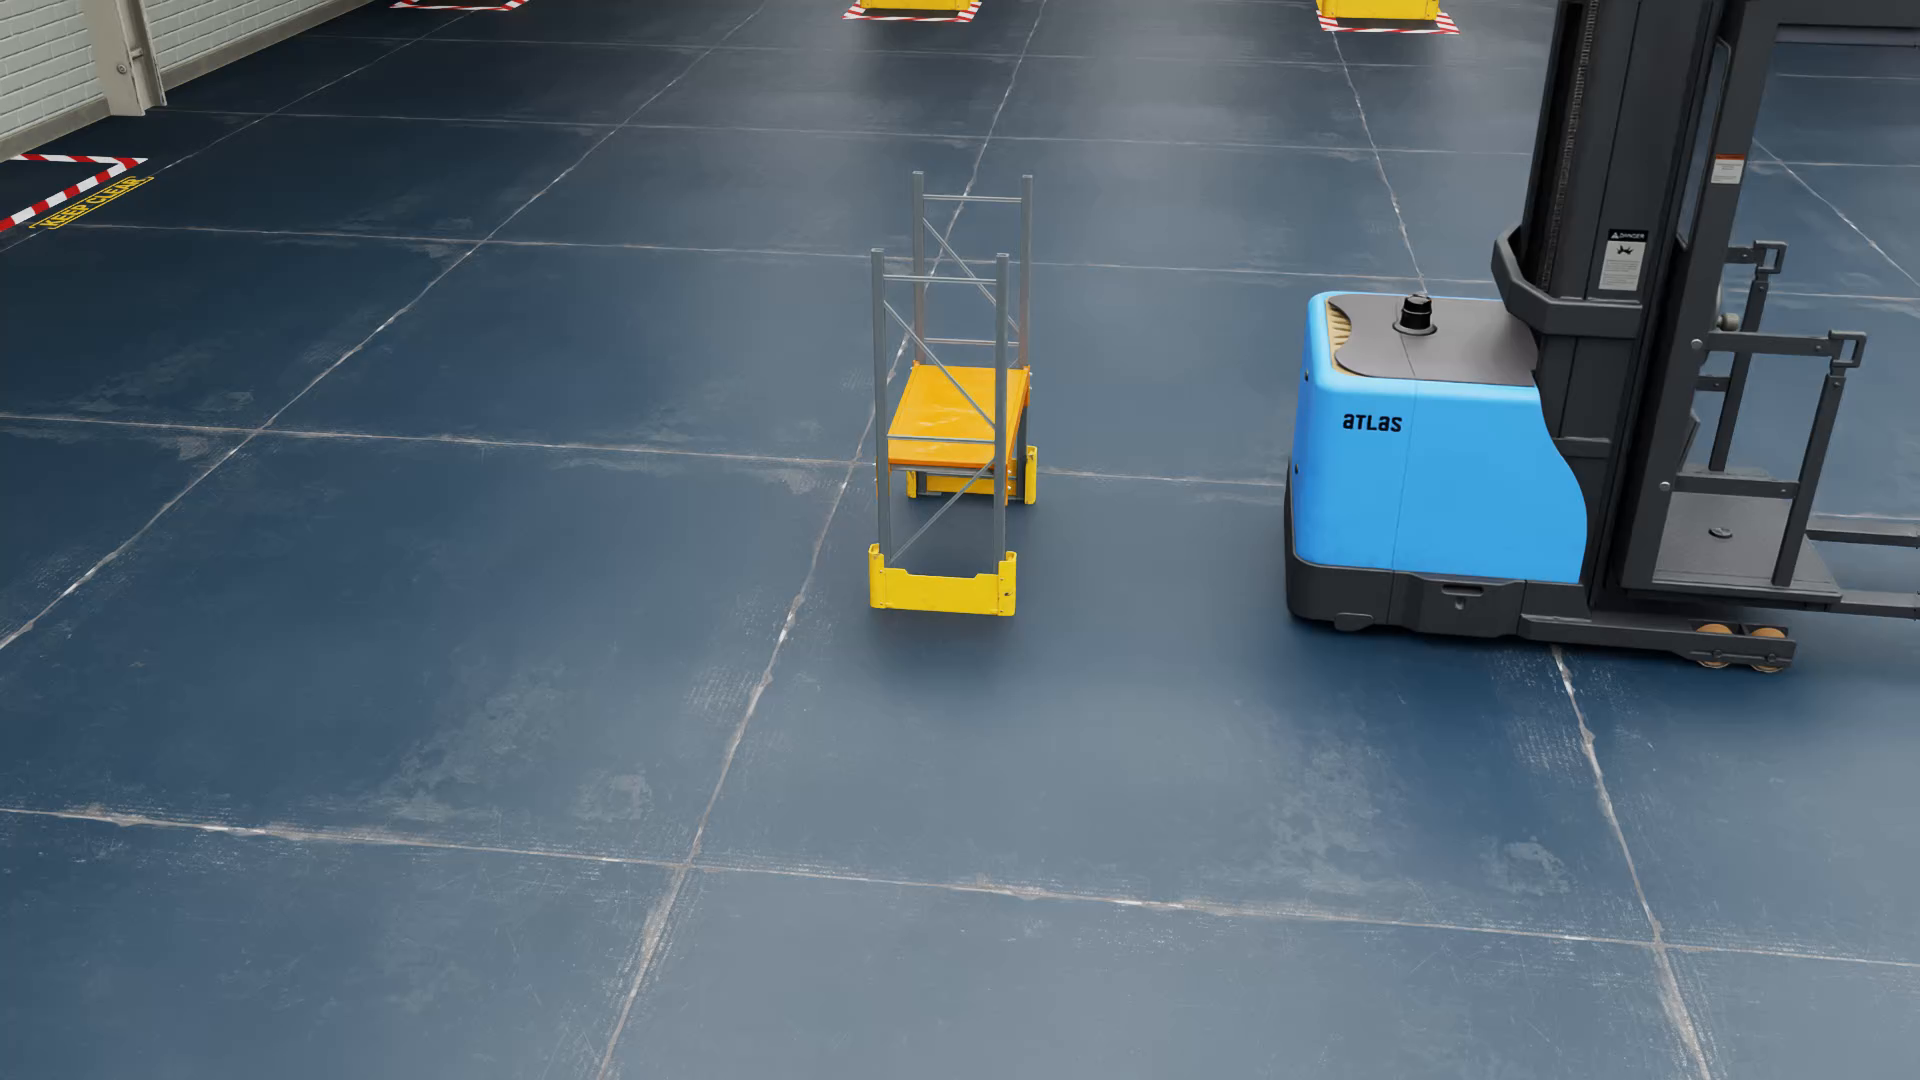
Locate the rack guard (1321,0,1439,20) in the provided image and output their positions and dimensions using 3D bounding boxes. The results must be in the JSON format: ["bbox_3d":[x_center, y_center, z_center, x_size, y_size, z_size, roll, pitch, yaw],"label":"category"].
[{"bbox_3d":[4.401,-5.740,17.378,1.175,0.500,0.348,3,28,6],"label":"rack guard"}]

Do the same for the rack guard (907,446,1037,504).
[{"bbox_3d":[0.052,-0.309,7.559,0.587,0.250,0.087,3,28,6],"label":"rack guard"}]

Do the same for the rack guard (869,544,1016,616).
[{"bbox_3d":[-0.070,0.160,6.689,0.587,0.250,0.087,3,28,6],"label":"rack guard"}]

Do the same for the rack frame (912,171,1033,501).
[{"bbox_3d":[0.052,-0.859,7.264,0.500,1.500,0.032,3,28,6],"label":"rack frame"}]

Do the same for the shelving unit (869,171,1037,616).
[{"bbox_3d":[-0.009,-0.624,6.828,0.587,1.500,1.083,3,28,6],"label":"shelving unit"}]

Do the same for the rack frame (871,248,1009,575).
[{"bbox_3d":[-0.073,-0.381,6.376,0.500,1.500,0.032,3,28,6],"label":"rack frame"}]

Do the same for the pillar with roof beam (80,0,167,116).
[{"bbox_3d":[-2.630,-7.324,11.358,9.100,9.000,0.400,3,28,6],"label":"pillar with roof beam"}]

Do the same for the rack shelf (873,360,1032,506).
[{"bbox_3d":[-0.010,-0.462,6.905,0.538,0.185,1.000,3,28,6],"label":"rack shelf"}]

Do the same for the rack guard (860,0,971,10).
[{"bbox_3d":[-0.480,-5.980,17.823,1.175,0.500,0.348,3,28,6],"label":"rack guard"}]

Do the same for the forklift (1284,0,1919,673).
[{"bbox_3d":[2.864,-1.058,6.124,3.031,2.935,1.130,4,29,8],"label":"forklift"}]
